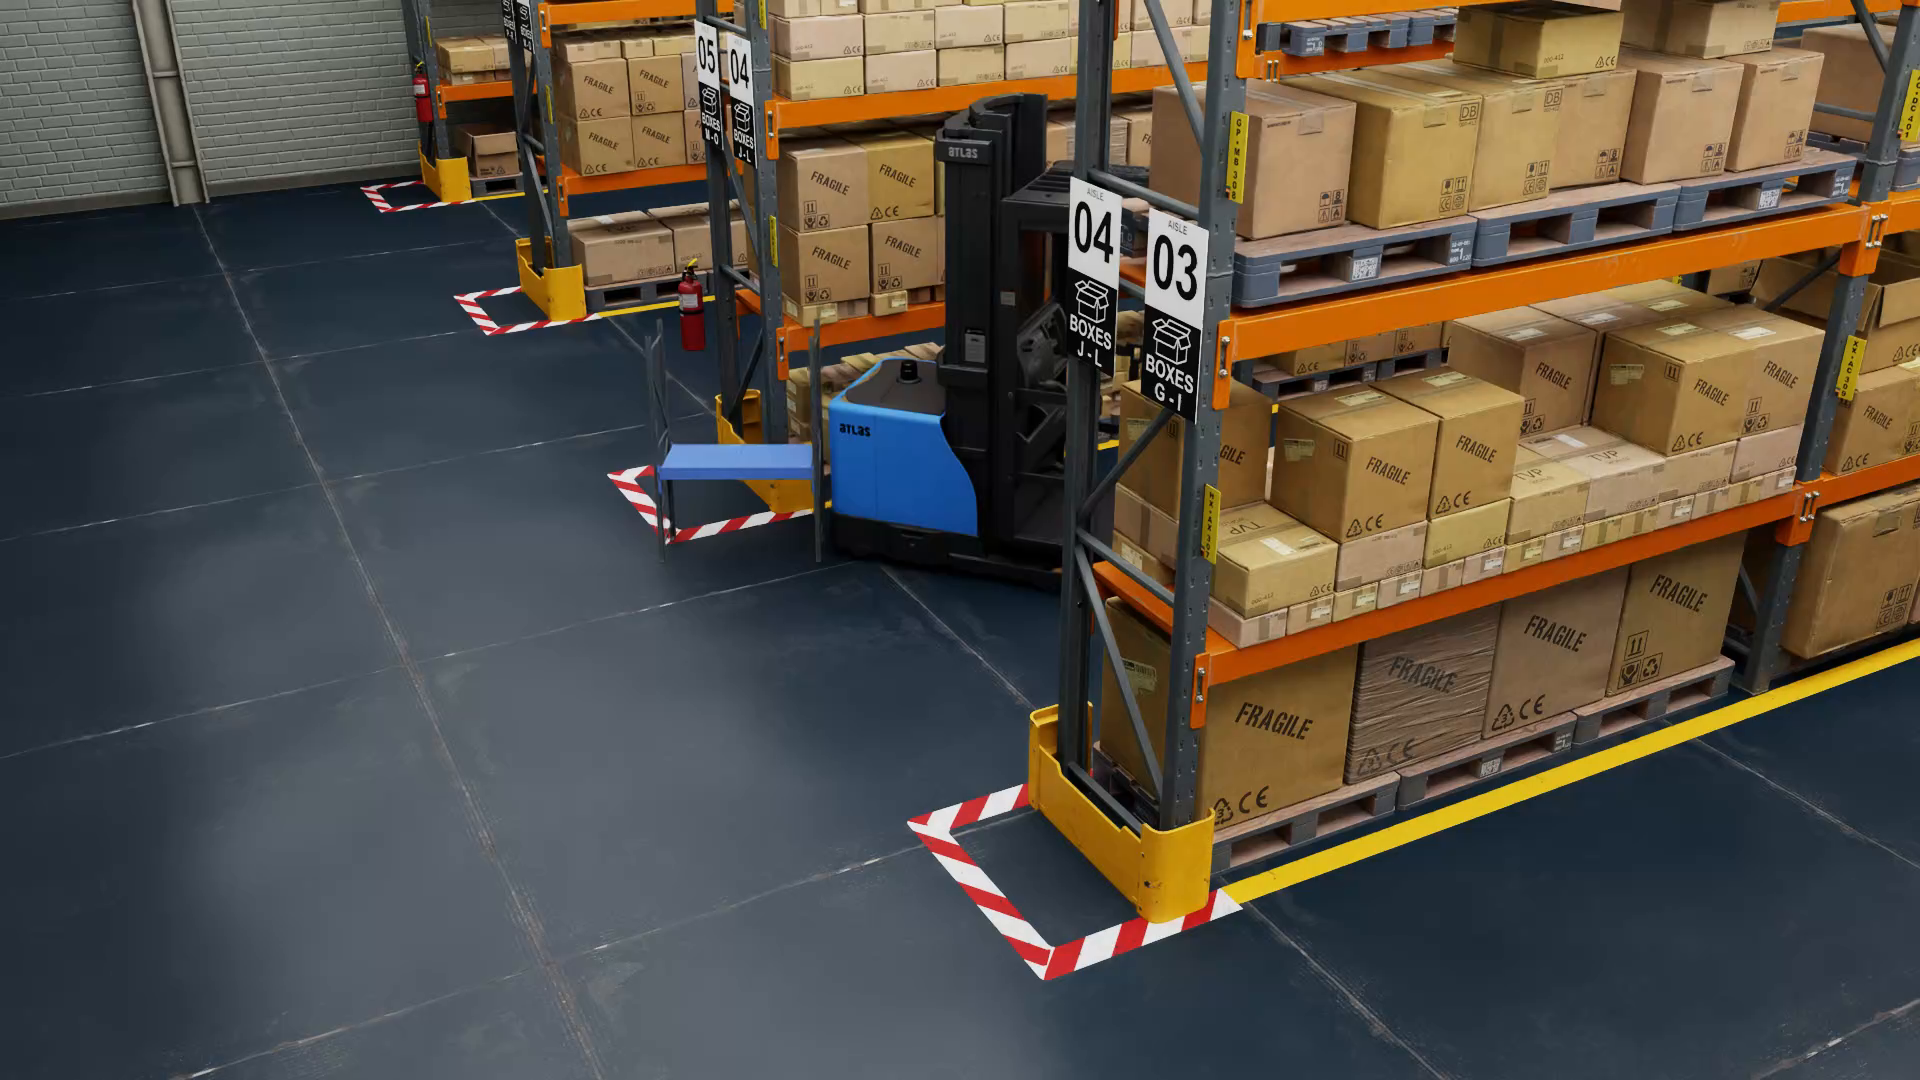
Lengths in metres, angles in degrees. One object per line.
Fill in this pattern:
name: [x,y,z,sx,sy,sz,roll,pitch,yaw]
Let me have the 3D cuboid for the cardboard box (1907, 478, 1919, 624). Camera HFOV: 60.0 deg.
cardboard box: [5.645,-0.218,10.208,0.875,0.875,1.225,-14,29,-27]

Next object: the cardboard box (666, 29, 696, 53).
cardboard box: [-2.536,-4.615,15.376,0.250,0.149,0.380,-13,28,-25]

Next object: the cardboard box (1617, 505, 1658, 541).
cardboard box: [3.279,-0.156,8.399,0.250,0.149,0.380,-12,28,-24]

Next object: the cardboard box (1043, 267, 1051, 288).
cardboard box: [0.570,-1.974,12.186,0.250,0.149,0.380,-12,28,-24]

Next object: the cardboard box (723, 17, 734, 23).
cardboard box: [-2.115,-4.971,16.117,0.250,0.149,0.380,-13,29,-25]

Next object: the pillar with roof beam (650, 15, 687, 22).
pillar with roof beam: [-1.713,-7.608,16.700,0.400,9.000,9.100,-13,29,-25]

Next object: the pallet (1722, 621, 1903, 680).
pallet: [4.947,0.405,10.162,1.213,0.211,1.003,-13,29,-25]

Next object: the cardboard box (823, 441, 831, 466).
cardboard box: [-0.859,-0.655,11.957,0.250,0.149,0.380,-12,28,-24]

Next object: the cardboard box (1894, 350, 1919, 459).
cardboard box: [5.269,-0.812,9.360,0.500,0.500,0.500,-13,29,-25]

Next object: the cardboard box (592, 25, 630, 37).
cardboard box: [-3.267,-4.720,15.594,0.250,0.149,0.380,-13,29,-26]

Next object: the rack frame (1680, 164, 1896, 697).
rack frame: [4.302,-0.666,9.172,0.127,3.000,1.000,-13,29,-25]

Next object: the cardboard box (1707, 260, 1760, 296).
cardboard box: [6.936,-2.840,15.813,0.750,0.750,1.050,-13,28,-24]

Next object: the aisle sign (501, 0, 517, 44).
aisle sign: [-4.100,-4.912,15.011,0.004,0.787,0.394,-13,29,-25]

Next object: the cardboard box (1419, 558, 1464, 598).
cardboard box: [2.147,0.106,7.855,0.250,0.149,0.380,-14,29,-26]

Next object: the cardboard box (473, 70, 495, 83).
cardboard box: [-5.608,-5.449,19.425,0.250,0.149,0.380,-12,28,-24]

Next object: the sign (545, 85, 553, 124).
sign: [-3.635,-3.849,14.709,0.005,0.325,0.100,-13,29,-25]

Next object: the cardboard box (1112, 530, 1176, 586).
cardboard box: [0.932,0.064,7.942,0.250,0.149,0.380,-12,28,-24]

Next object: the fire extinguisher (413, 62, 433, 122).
fire extinguisher: [-6.142,-5.122,18.972,0.183,0.674,0.296,-13,29,-25]

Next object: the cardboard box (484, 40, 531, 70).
cardboard box: [-5.258,-5.690,19.465,0.500,0.250,0.500,-13,28,-25]

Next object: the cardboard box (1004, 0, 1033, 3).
cardboard box: [0.305,-3.740,11.243,0.250,0.149,0.380,-12,28,-23]

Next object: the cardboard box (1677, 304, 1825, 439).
cardboard box: [4.022,-0.875,8.570,0.500,0.500,0.500,-12,28,-24]

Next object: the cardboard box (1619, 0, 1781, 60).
cardboard box: [3.469,-2.447,7.832,0.500,0.250,0.500,-15,29,-28]

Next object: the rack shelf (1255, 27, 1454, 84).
rack shelf: [3.822,-4.016,13.515,4.000,0.370,1.077,-13,29,-25]

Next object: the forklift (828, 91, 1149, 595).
forklift: [0.713,-1.205,10.374,3.031,2.935,1.130,9,27,18]

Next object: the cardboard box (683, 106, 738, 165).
cardboard box: [-2.442,-3.880,15.749,0.500,0.500,0.500,-13,29,-25]

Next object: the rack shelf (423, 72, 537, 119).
rack shelf: [-4.465,-5.614,20.308,4.000,0.370,1.077,-13,29,-25]

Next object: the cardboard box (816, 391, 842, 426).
cardboard box: [-0.850,-0.916,11.812,0.250,0.149,0.380,-14,29,-27]

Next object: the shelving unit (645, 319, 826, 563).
shelving unit: [-1.434,-0.644,10.808,1.048,1.500,0.538,0,21,0]

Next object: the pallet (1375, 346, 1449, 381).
pallet: [3.821,-1.733,14.616,1.213,0.211,1.003,-13,29,-25]

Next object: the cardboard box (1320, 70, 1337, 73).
cardboard box: [4.071,-5.420,18.877,0.250,0.149,0.380,-15,29,-28]

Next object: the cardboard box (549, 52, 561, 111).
cardboard box: [-3.577,-4.321,15.513,0.500,0.500,0.500,-12,28,-23]

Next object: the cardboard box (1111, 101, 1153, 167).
cardboard box: [1.316,-2.904,12.219,0.500,0.500,0.500,-14,29,-27]

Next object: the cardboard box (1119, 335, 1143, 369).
cardboard box: [1.443,-1.461,12.948,0.250,0.149,0.380,-13,29,-26]

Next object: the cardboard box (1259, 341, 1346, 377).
cardboard box: [2.834,-1.693,13.712,0.500,0.500,0.500,-12,28,-23]

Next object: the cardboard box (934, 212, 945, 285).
cardboard box: [-0.048,-2.145,11.793,0.500,0.500,0.500,-13,28,-24]

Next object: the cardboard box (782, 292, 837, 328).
cardboard box: [-1.032,-1.594,11.394,0.250,0.149,0.380,-13,29,-26]

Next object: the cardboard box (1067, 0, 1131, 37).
cardboard box: [0.847,-3.690,11.601,0.500,0.250,0.500,-12,28,-23]

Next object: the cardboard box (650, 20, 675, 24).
cardboard box: [-3.704,-6.310,20.756,0.500,0.250,0.500,-13,29,-26]

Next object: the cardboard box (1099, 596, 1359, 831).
cardboard box: [1.300,0.756,8.179,0.875,0.875,0.875,-13,29,-25]

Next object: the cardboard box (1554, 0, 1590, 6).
cardboard box: [4.767,-4.473,13.519,0.500,0.500,0.500,-13,29,-25]

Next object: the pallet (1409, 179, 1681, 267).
pallet: [2.500,-1.569,7.689,1.213,0.211,1.003,-13,29,-25]

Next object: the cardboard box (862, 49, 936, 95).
cardboard box: [-0.489,-3.150,11.053,0.500,0.250,0.500,-12,28,-23]

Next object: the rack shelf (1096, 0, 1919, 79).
rack shelf: [2.537,-2.459,7.267,4.000,0.370,1.077,-13,29,-25]

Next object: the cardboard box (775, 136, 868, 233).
cardboard box: [-0.951,-2.386,11.140,0.500,0.500,0.500,-13,29,-25]

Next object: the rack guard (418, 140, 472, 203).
rack guard: [-6.163,-4.420,19.878,0.348,0.500,1.175,-13,29,-25]

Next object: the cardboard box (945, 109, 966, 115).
cardboard box: [0.181,-2.906,12.222,0.500,0.500,0.500,-14,29,-27]

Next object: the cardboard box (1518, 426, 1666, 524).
cardboard box: [3.130,-0.332,8.306,0.500,0.250,0.500,-12,28,-24]

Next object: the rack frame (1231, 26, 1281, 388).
rack frame: [2.057,-2.581,13.160,0.127,3.000,1.000,-13,29,-25]

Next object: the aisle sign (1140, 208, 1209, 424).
aisle sign: [0.850,-0.894,6.643,0.004,0.787,0.394,-13,29,-25]

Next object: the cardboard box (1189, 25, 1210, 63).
cardboard box: [1.751,-3.662,12.120,0.500,0.250,0.500,-12,28,-24]

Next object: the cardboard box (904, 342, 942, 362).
cardboard box: [-0.238,-1.378,12.776,0.250,0.149,0.380,-12,28,-23]

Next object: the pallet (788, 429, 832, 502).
pallet: [-0.672,-0.677,12.415,1.213,0.211,1.003,-13,29,-25]

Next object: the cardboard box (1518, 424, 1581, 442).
cardboard box: [2.869,-0.530,8.718,0.500,0.250,0.500,-12,28,-24]

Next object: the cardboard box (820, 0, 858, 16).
cardboard box: [-0.846,-3.480,10.702,0.250,0.149,0.380,-12,28,-23]

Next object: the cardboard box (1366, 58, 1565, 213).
cardboard box: [2.193,-1.802,7.355,0.500,0.500,0.700,-15,30,-29]
